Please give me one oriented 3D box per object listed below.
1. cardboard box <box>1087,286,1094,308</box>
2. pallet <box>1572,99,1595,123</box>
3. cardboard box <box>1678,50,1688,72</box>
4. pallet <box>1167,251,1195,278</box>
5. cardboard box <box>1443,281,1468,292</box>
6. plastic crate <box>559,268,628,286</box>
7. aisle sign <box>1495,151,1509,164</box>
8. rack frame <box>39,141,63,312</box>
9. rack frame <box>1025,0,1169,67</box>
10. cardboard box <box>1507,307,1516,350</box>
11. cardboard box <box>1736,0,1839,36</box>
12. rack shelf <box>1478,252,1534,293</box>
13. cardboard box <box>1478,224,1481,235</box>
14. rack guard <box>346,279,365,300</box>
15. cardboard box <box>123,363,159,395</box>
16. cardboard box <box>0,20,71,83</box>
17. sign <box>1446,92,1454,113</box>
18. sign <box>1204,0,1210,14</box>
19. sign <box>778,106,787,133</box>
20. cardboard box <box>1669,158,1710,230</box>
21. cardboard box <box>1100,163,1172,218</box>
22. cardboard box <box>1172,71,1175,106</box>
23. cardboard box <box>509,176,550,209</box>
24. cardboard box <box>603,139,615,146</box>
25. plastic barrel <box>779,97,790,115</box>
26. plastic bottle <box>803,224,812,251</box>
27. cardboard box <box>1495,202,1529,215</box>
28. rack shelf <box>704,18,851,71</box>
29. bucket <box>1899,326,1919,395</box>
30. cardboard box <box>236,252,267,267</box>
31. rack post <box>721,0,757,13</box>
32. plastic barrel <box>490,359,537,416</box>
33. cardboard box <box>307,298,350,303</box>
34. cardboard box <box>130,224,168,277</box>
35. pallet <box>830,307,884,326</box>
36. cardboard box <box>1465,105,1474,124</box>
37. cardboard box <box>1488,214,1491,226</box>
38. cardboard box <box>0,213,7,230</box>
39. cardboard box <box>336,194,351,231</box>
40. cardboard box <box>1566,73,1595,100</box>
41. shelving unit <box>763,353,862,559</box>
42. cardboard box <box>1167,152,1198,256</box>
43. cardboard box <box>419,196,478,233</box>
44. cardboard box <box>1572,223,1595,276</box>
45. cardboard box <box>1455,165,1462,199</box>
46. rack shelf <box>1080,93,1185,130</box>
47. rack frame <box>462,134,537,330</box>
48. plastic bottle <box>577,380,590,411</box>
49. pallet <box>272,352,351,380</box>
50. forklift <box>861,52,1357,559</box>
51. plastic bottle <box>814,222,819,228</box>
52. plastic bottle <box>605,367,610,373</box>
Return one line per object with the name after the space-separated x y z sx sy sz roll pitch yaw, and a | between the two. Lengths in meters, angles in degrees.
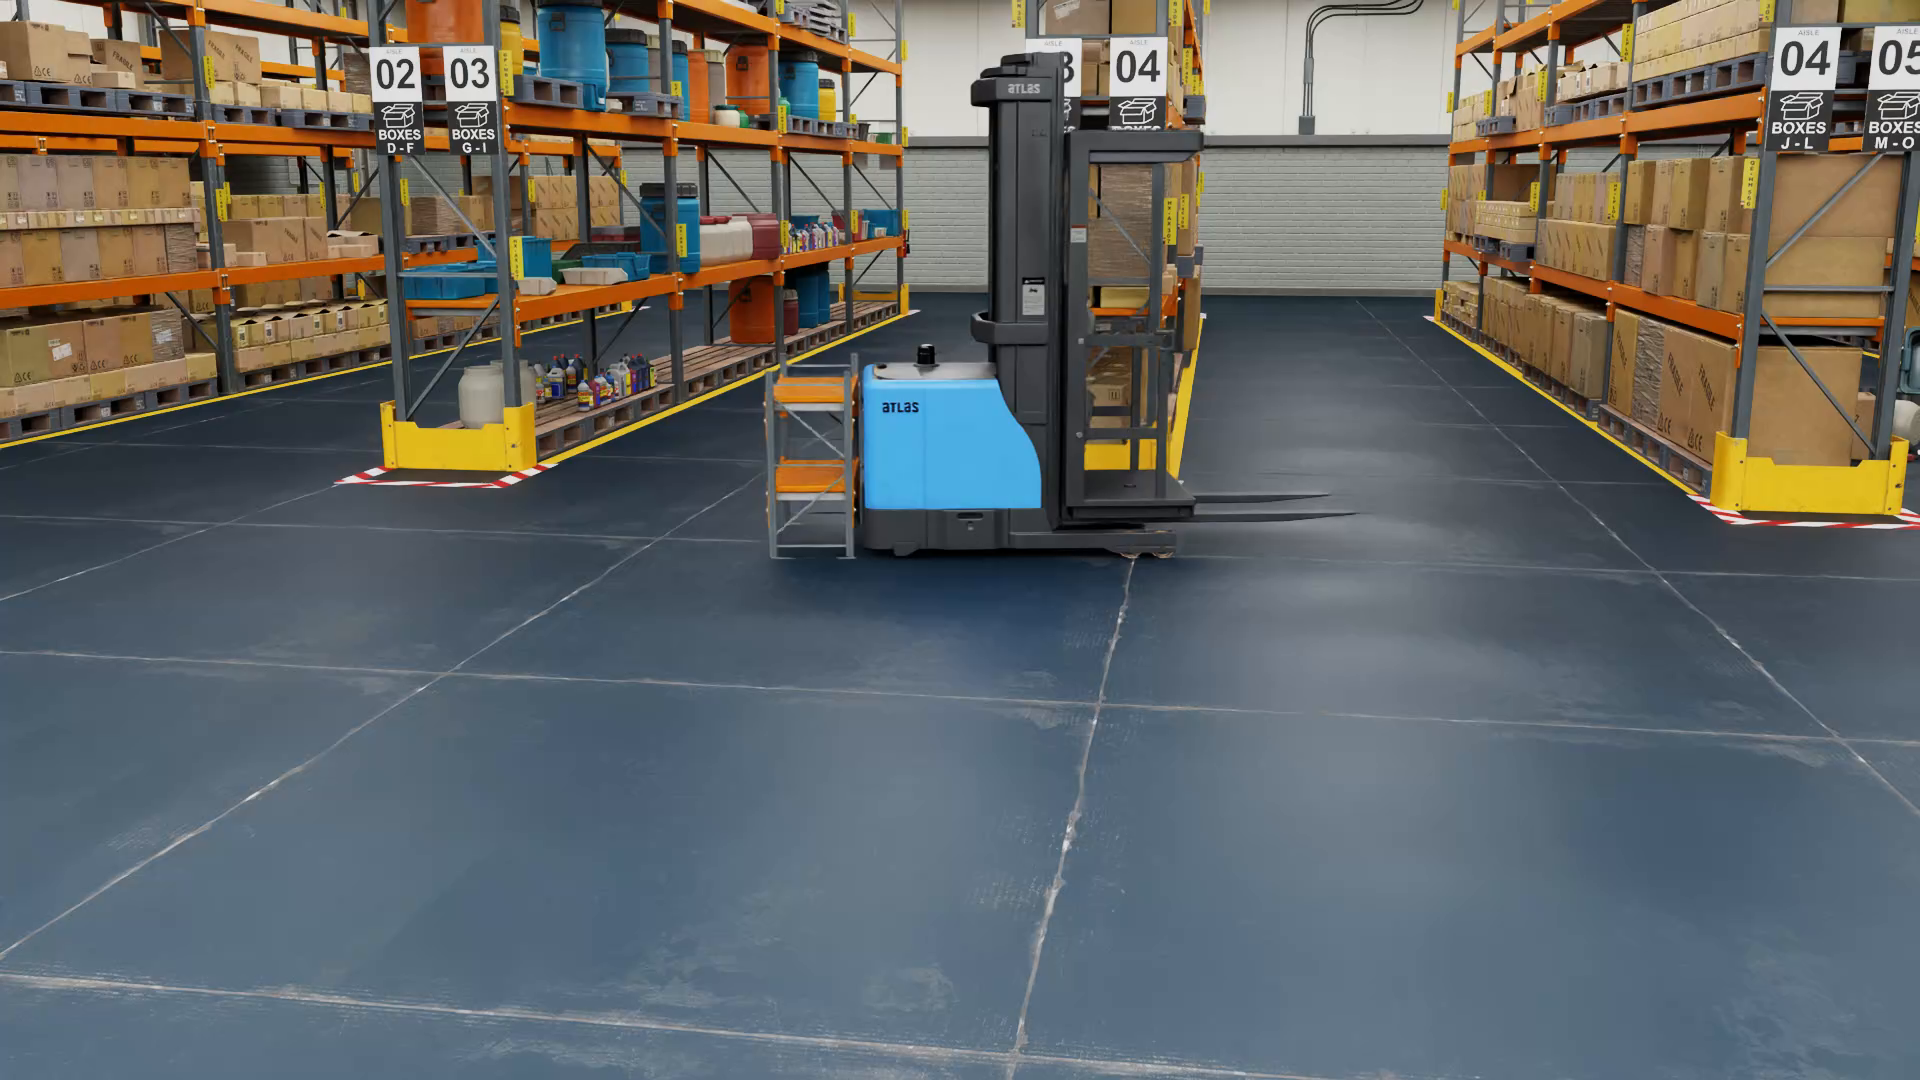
0.803 -1.818 12.407 0.380 0.149 0.250 2 12 9 | cardboard box
6.863 -4.364 16.952 1.003 0.211 1.213 2 12 11 | pallet
5.838 -3.742 12.981 0.380 0.149 0.250 2 12 9 | cardboard box
1.840 -2.768 16.675 1.003 0.211 1.213 2 12 9 | pallet
7.893 -4.029 26.424 0.380 0.149 0.250 1 12 6 | cardboard box
-3.315 -2.393 15.104 0.530 0.136 0.437 2 12 9 | plastic crate
8.617 -6.300 26.438 0.394 0.787 0.004 2 12 9 | aisle sign
-12.490 -4.022 22.036 1.000 3.000 0.127 2 12 9 | rack frame
0.963 -4.808 11.442 1.000 3.000 0.127 2 12 9 | rack frame
7.005 -2.596 20.354 0.500 0.500 0.500 2 12 11 | cardboard box
5.648 -3.597 11.360 0.500 0.250 0.500 2 12 9 | cardboard box
7.387 -3.423 20.966 1.077 0.370 4.000 2 12 9 | rack shelf
7.142 -4.149 22.224 0.380 0.149 0.250 2 12 10 | cardboard box
-11.256 -4.470 30.050 1.175 0.500 0.348 2 12 9 | rack guard
-8.214 -1.579 16.229 0.500 0.250 0.500 2 12 9 | cardboard box
-8.299 -4.323 14.745 0.500 0.500 0.500 2 12 9 | cardboard box
7.773 -6.935 26.359 0.100 0.325 0.005 2 12 9 | sign
3.958 -8.613 26.695 0.100 0.325 0.005 2 12 9 | sign
-2.156 -5.100 20.166 0.100 0.325 0.005 2 12 9 | sign
6.111 -2.715 13.051 0.875 0.550 0.500 2 12 9 | cardboard box
1.317 -2.664 12.418 0.500 0.500 0.500 2 12 9 | cardboard box
1.446 -3.571 13.178 0.500 0.250 0.500 2 12 8 | cardboard box
-6.629 -5.322 25.456 0.500 0.500 0.500 2 12 10 | cardboard box
-6.182 -6.805 28.186 0.500 0.250 0.500 2 12 9 | cardboard box
-2.310 -5.510 21.192 0.294 0.245 0.294 0 12 0 | plastic barrel
-2.073 -4.078 22.414 0.144 0.351 0.185 2 12 9 | plastic bottle
6.943 -4.172 20.920 0.380 0.149 0.250 2 12 10 | cardboard box
-2.393 -6.503 21.964 1.077 0.370 4.000 2 12 9 | rack shelf
8.721 -1.566 14.802 0.726 0.611 0.620 7 4 28 | bucket
-7.871 -3.085 18.283 0.380 0.149 0.250 2 12 9 | cardboard box
-3.098 -6.311 17.945 1.013 1.000 3.121 2 12 9 | rack post
-3.828 -1.269 14.168 0.421 0.512 0.421 0 12 0 | plastic barrel
-7.965 -2.898 21.020 0.500 0.311 0.500 2 12 11 | cardboard box
-8.346 -2.876 16.481 0.700 0.500 0.500 2 12 8 | cardboard box
-1.825 -3.580 26.602 1.003 0.211 1.213 2 12 9 | pallet
7.740 -6.260 24.469 0.500 0.250 0.500 1 12 7 | cardboard box
7.023 -4.134 21.450 0.380 0.149 0.250 2 12 11 | cardboard box
-8.474 -2.745 14.331 0.380 0.149 0.250 2 12 9 | cardboard box
-11.328 -5.727 29.238 0.980 0.700 0.700 2 12 11 | cardboard box
6.673 -4.758 17.454 0.500 0.250 0.500 2 12 10 | cardboard box
-0.901 -0.546 10.355 0.538 1.125 1.048 0 12 -1 | shelving unit
1.839 -3.367 16.577 1.000 1.000 1.000 2 12 9 | cardboard box
-7.190 -4.579 23.388 0.700 0.500 0.500 -1 12 -6 | cardboard box
6.435 -2.903 16.605 0.500 0.500 0.500 2 12 9 | cardboard box
7.805 -5.410 25.158 0.500 0.500 0.500 2 12 7 | cardboard box
1.271 -3.406 13.766 1.077 0.370 4.000 2 12 9 | rack shelf
-6.979 -4.695 25.159 1.000 3.000 0.127 2 12 9 | rack frame
-3.344 -1.284 14.765 0.097 0.271 0.097 0 12 0 | plastic bottle
-7.949 -2.076 19.624 1.003 0.211 1.213 2 12 9 | pallet
0.907 -1.433 10.185 3.031 2.935 1.130 -1 12 -3 | forklift
-2.046 -4.312 23.500 0.144 0.351 0.185 2 12 9 | plastic bottle
-3.314 -1.503 15.751 0.061 0.283 0.133 2 12 9 | plastic bottle
